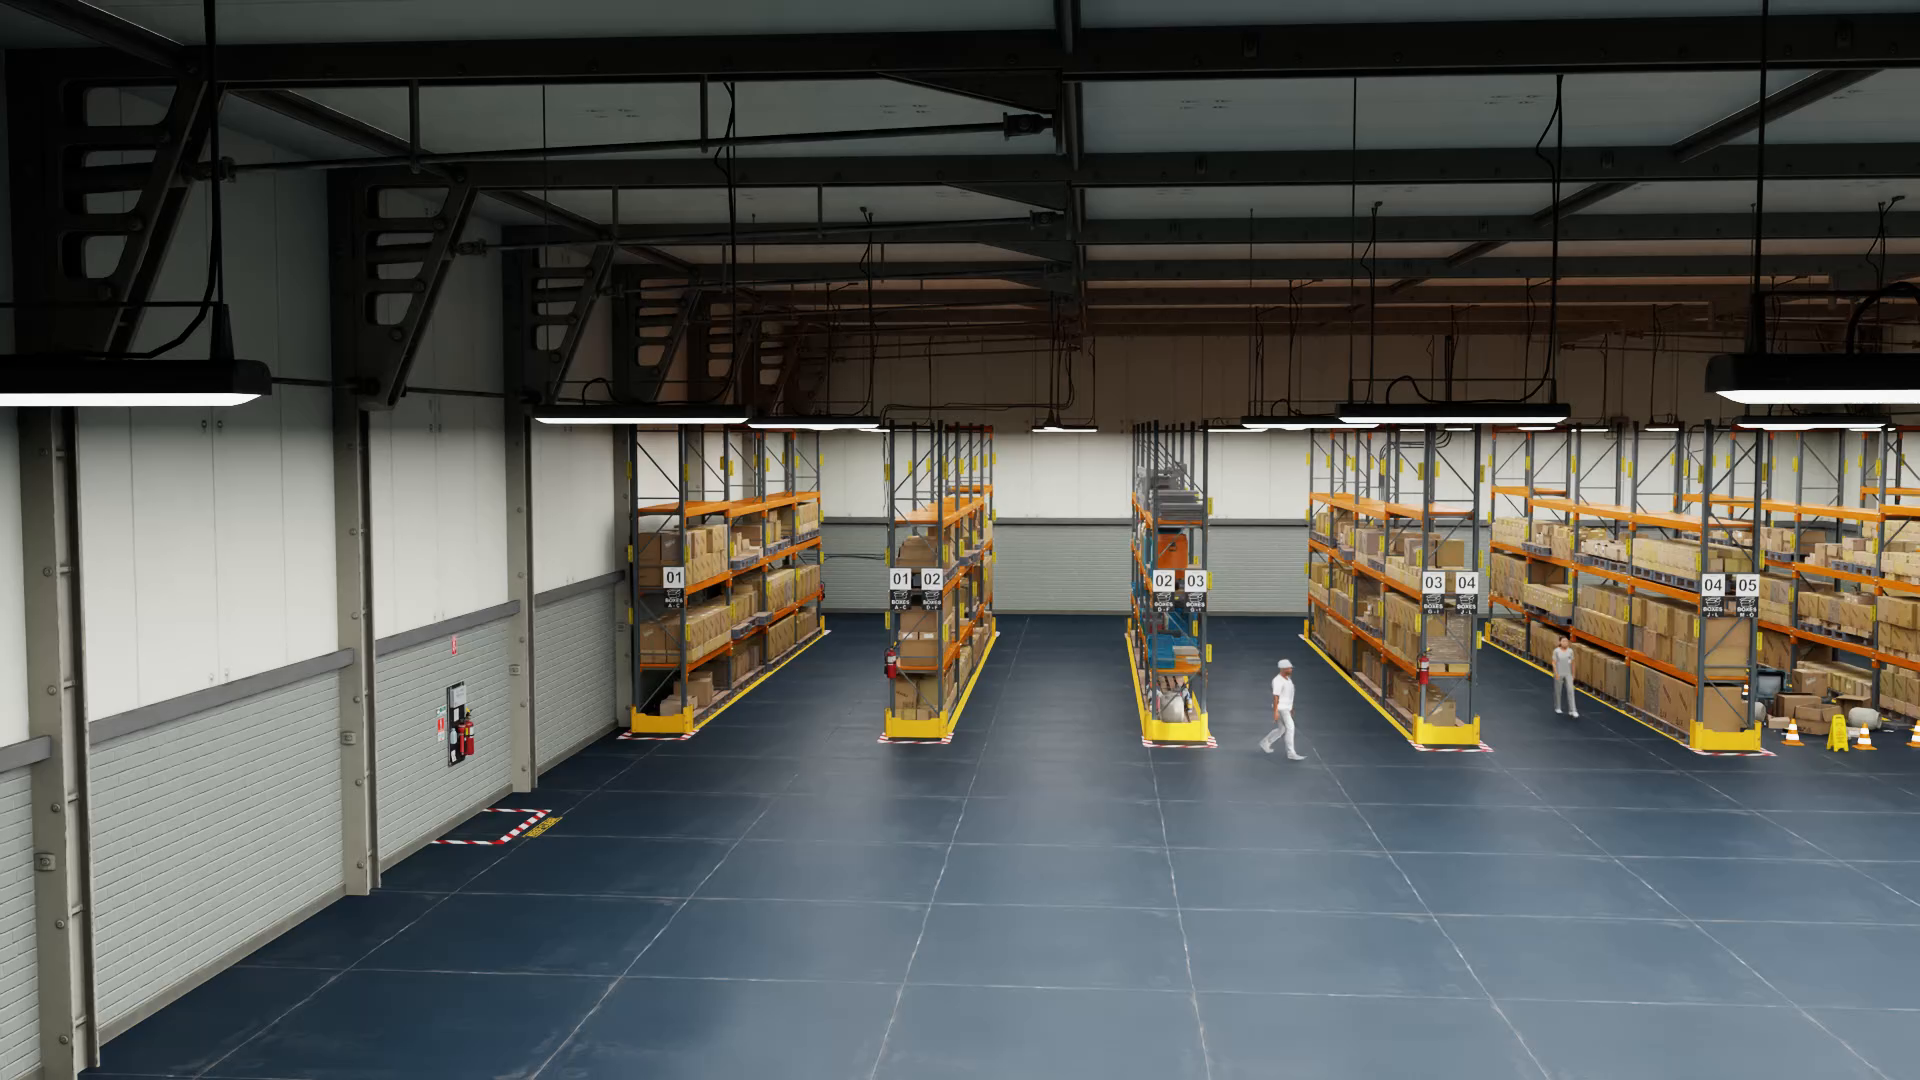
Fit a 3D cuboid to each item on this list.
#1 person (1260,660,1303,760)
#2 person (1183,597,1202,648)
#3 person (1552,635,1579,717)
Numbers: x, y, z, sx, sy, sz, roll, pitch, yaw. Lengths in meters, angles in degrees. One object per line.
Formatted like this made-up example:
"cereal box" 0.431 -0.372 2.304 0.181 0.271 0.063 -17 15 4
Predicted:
"person" 5.721 2.988 29.502 0.883 1.739 0.621 2 4 29
"person" 6.260 2.042 44.382 0.636 1.820 0.679 0 4 -6
"person" 12.266 2.746 33.750 0.481 1.626 0.948 1 4 10
